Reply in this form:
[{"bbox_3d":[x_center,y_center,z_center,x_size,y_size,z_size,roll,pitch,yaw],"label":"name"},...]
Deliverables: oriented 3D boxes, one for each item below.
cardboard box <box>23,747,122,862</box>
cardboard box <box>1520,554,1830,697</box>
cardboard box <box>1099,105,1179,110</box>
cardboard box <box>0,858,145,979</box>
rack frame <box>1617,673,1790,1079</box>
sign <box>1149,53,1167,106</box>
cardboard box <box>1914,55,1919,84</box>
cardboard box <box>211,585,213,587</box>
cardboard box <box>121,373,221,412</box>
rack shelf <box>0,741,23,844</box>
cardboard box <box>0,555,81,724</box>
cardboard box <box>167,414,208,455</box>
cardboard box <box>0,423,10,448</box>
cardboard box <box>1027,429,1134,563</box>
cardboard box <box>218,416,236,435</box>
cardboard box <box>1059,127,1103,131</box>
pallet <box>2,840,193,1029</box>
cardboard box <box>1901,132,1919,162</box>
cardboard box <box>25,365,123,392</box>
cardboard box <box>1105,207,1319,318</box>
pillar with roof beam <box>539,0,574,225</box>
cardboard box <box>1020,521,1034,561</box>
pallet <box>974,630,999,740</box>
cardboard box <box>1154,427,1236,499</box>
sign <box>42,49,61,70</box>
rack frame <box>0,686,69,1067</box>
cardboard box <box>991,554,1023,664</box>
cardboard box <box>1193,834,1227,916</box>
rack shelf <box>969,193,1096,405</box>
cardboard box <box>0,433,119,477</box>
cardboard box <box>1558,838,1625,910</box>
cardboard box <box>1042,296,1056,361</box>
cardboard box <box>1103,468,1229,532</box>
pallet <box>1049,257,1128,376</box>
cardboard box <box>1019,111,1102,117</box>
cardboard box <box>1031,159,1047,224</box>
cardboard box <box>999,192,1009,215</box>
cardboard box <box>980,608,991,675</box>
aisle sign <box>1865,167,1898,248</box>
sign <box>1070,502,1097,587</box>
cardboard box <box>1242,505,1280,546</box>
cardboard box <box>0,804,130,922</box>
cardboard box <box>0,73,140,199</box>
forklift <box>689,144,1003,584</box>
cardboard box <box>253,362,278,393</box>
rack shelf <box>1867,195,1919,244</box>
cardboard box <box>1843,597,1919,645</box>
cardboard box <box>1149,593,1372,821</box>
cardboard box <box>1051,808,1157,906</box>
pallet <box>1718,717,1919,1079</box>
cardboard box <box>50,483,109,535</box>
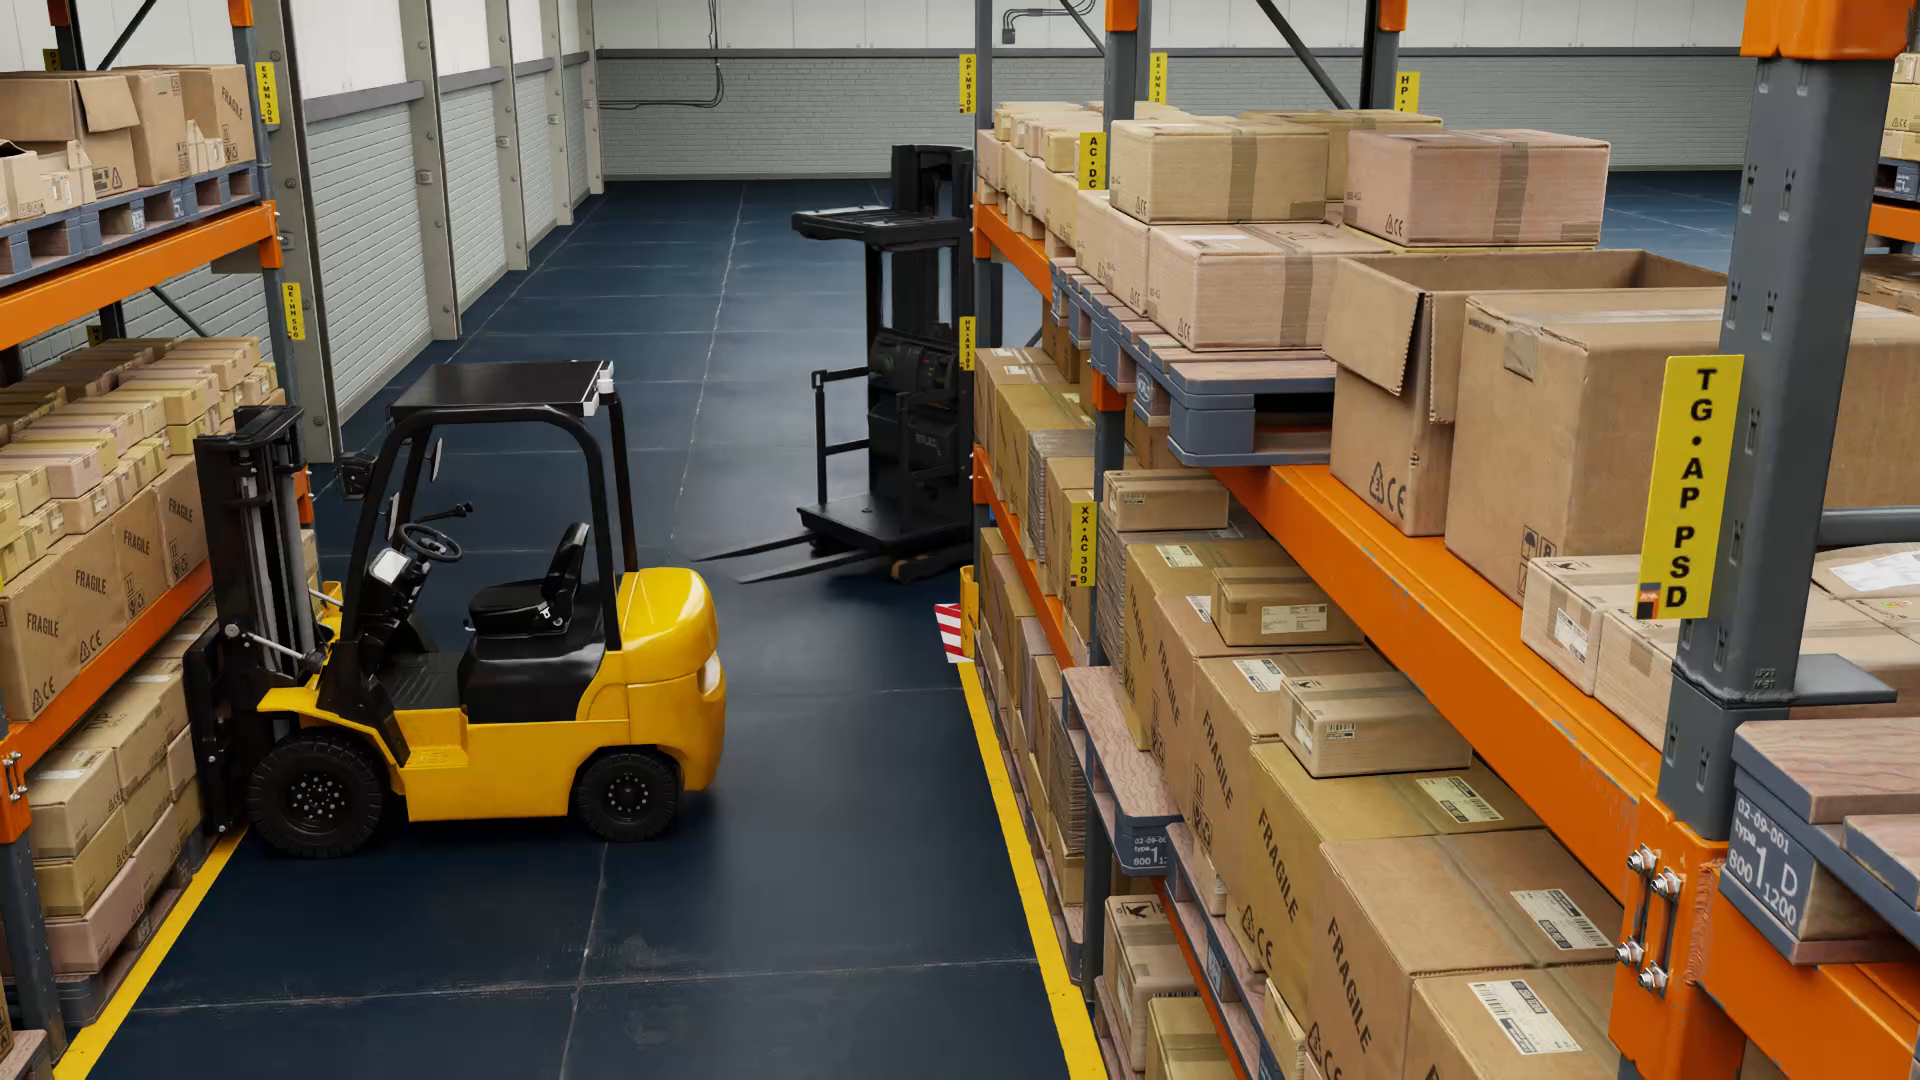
[{"bbox_3d":[-3.674,1.046,6.559,0.500,0.250,0.500,-2,18,-6],"label":"cardboard box"},{"bbox_3d":[1.138,0.130,2.668,0.380,0.149,0.250,-2,18,-6],"label":"cardboard box"},{"bbox_3d":[0.949,-2.228,8.846,0.380,0.149,0.250,-2,18,-6],"label":"cardboard box"},{"bbox_3d":[-3.657,1.522,6.710,0.500,0.250,0.500,-2,18,-5],"label":"cardboard box"},{"bbox_3d":[1.413,1.602,2.566,1.000,3.000,0.127,-2,18,-6],"label":"rack frame"},{"bbox_3d":[1.142,-2.646,9.611,0.100,0.325,0.005,-2,18,-6],"label":"sign"},{"bbox_3d":[5.323,-2.492,8.819,0.380,0.149,0.250,-2,18,-7],"label":"cardboard box"},{"bbox_3d":[-3.933,0.287,8.975,0.500,0.250,0.500,-1,17,-5],"label":"cardboard box"},{"bbox_3d":[-3.903,-0.725,8.233,0.380,0.149,0.250,-1,17,-4],"label":"cardboard box"},{"bbox_3d":[-3.730,1.504,4.080,1.077,0.370,4.000,-2,18,-6],"label":"rack shelf"},{"bbox_3d":[-3.722,0.377,6.302,0.500,0.500,0.500,-2,18,-7],"label":"cardboard box"},{"bbox_3d":[-3.878,-0.508,8.037,0.380,0.149,0.250,-2,18,-5],"label":"cardboard box"},{"bbox_3d":[-4.370,-0.402,7.205,0.380,0.149,0.250,-2,18,-6],"label":"cardboard box"},{"bbox_3d":[0.589,-0.211,7.679,0.500,0.500,0.500,-1,17,-4],"label":"cardboard box"},{"bbox_3d":[-3.993,-0.381,8.716,0.500,0.500,0.500,-1,17,-4],"label":"cardboard box"},{"bbox_3d":[0.628,-1.679,7.097,0.380,0.149,0.250,-2,18,-7],"label":"cardboard box"},{"bbox_3d":[-3.977,1.657,7.046,1.003,0.211,1.213,-2,18,-6],"label":"pallet"},{"bbox_3d":[5.322,-2.111,8.936,0.380,0.149,0.250,-2,18,-5],"label":"cardboard box"},{"bbox_3d":[-4.481,-0.788,8.432,0.380,0.149,0.250,-2,18,-5],"label":"cardboard box"},{"bbox_3d":[0.715,-0.812,4.797,0.500,0.250,0.500,-2,18,-6],"label":"cardboard box"},{"bbox_3d":[-3.367,-10.537,31.217,9.100,9.000,0.400,-2,18,-6],"label":"pillar with roof beam"},{"bbox_3d":[0.497,-0.011,8.125,0.380,0.149,0.250,-2,18,-5],"label":"cardboard box"},{"bbox_3d":[0.644,0.815,9.729,1.003,0.211,1.213,-2,18,-6],"label":"pallet"},{"bbox_3d":[1.171,-0.394,6.591,0.700,0.500,0.500,-2,18,-6],"label":"cardboard box"},{"bbox_3d":[-4.902,-2.497,9.025,0.100,0.325,0.005,-2,18,-6],"label":"sign"},{"bbox_3d":[-3.936,0.565,5.870,1.000,3.000,0.127,-2,18,-6],"label":"rack frame"},{"bbox_3d":[0.457,0.384,9.083,0.500,0.500,0.500,-2,18,-8],"label":"cardboard box"},{"bbox_3d":[0.850,0.894,4.541,0.380,0.149,0.250,-1,17,-4],"label":"cardboard box"},{"bbox_3d":[0.794,-1.273,7.918,1.077,0.370,4.000,-2,18,-6],"label":"rack shelf"},{"bbox_3d":[-3.804,-0.345,7.023,0.380,0.149,0.250,-2,18,-7],"label":"cardboard box"},{"bbox_3d":[1.536,0.916,3.387,0.500,0.500,0.500,-1,17,-3],"label":"cardboard box"},{"bbox_3d":[0.858,-1.302,9.485,0.700,0.500,0.500,-2,18,-7],"label":"cardboard box"},{"bbox_3d":[0.697,-0.138,5.661,0.380,0.149,0.250,-2,18,-6],"label":"cardboard box"},{"bbox_3d":[0.958,-0.744,5.344,1.213,0.211,1.003,-2,18,-6],"label":"pallet"},{"bbox_3d":[0.501,-2.062,8.317,0.380,0.149,0.250,-2,18,-6],"label":"cardboard box"},{"bbox_3d":[0.596,-1.517,7.248,0.500,0.250,0.500,-2,18,-7],"label":"cardboard box"},{"bbox_3d":[0.409,-1.828,8.904,0.380,0.149,0.250,-1,17,-4],"label":"cardboard box"},{"bbox_3d":[0.396,0.579,9.714,0.500,0.250,0.500,-2,18,-6],"label":"cardboard box"},{"bbox_3d":[5.792,-2.235,10.448,0.394,0.787,0.004,-2,18,-6],"label":"aisle sign"},{"bbox_3d":[0.462,0.017,6.171,0.100,0.325,0.005,-2,18,-6],"label":"sign"},{"bbox_3d":[1.276,0.151,5.824,0.500,0.500,0.500,-2,18,-7],"label":"cardboard box"},{"bbox_3d":[-3.679,1.284,6.633,0.500,0.250,0.500,-2,18,-6],"label":"cardboard box"},{"bbox_3d":[-4.032,-1.747,7.186,0.797,0.503,0.637,-1,17,-4],"label":"cardboard box"},{"bbox_3d":[-0.501,-1.267,11.819,3.031,2.935,1.130,-14,22,-38],"label":"forklift"},{"bbox_3d":[-4.034,-0.889,9.252,0.380,0.149,0.250,-2,17,-5],"label":"cardboard box"},{"bbox_3d":[5.707,-1.456,8.501,1.077,0.370,4.000,-2,18,-6],"label":"rack shelf"},{"bbox_3d":[1.550,0.192,2.470,0.380,0.149,0.250,-2,18,-6],"label":"cardboard box"},{"bbox_3d":[0.853,0.466,4.820,0.500,0.500,0.500,-2,18,-6],"label":"cardboard box"},{"bbox_3d":[0.672,1.354,7.245,0.500,0.250,0.500,-1,17,-3],"label":"cardboard box"},{"bbox_3d":[1.532,0.451,1.539,1.213,0.211,1.003,-1,17,-3],"label":"pallet"},{"bbox_3d":[-3.742,-0.125,6.818,0.380,0.149,0.250,-1,17,-4],"label":"cardboard box"}]
